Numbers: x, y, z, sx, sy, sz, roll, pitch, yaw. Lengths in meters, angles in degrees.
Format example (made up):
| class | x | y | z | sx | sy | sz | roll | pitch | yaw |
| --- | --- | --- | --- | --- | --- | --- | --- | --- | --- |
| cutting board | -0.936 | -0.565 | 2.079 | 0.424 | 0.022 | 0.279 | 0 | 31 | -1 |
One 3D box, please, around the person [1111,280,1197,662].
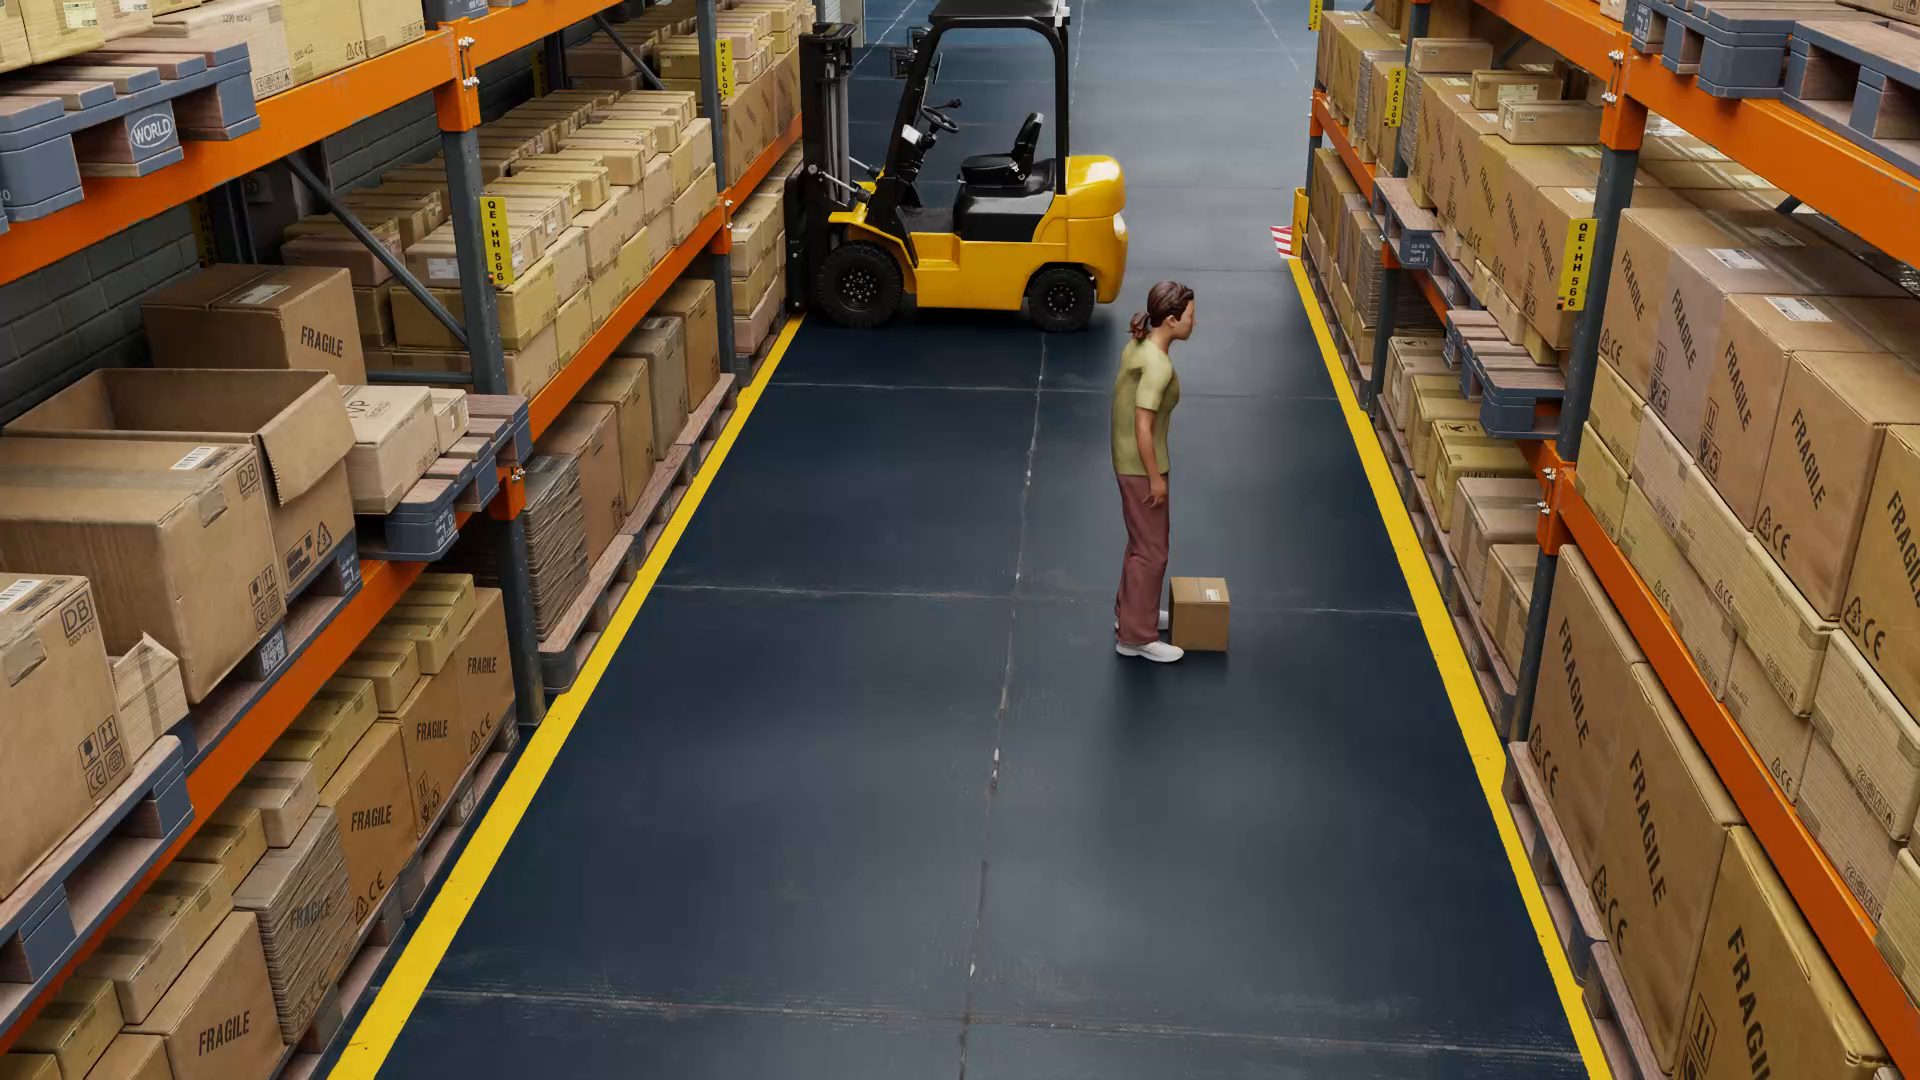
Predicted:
| class | x | y | z | sx | sy | sz | roll | pitch | yaw |
| --- | --- | --- | --- | --- | --- | --- | --- | --- | --- |
| person | 0.840 | -0.315 | 7.296 | 0.366 | 1.671 | 0.521 | 0 | 25 | 1 |
